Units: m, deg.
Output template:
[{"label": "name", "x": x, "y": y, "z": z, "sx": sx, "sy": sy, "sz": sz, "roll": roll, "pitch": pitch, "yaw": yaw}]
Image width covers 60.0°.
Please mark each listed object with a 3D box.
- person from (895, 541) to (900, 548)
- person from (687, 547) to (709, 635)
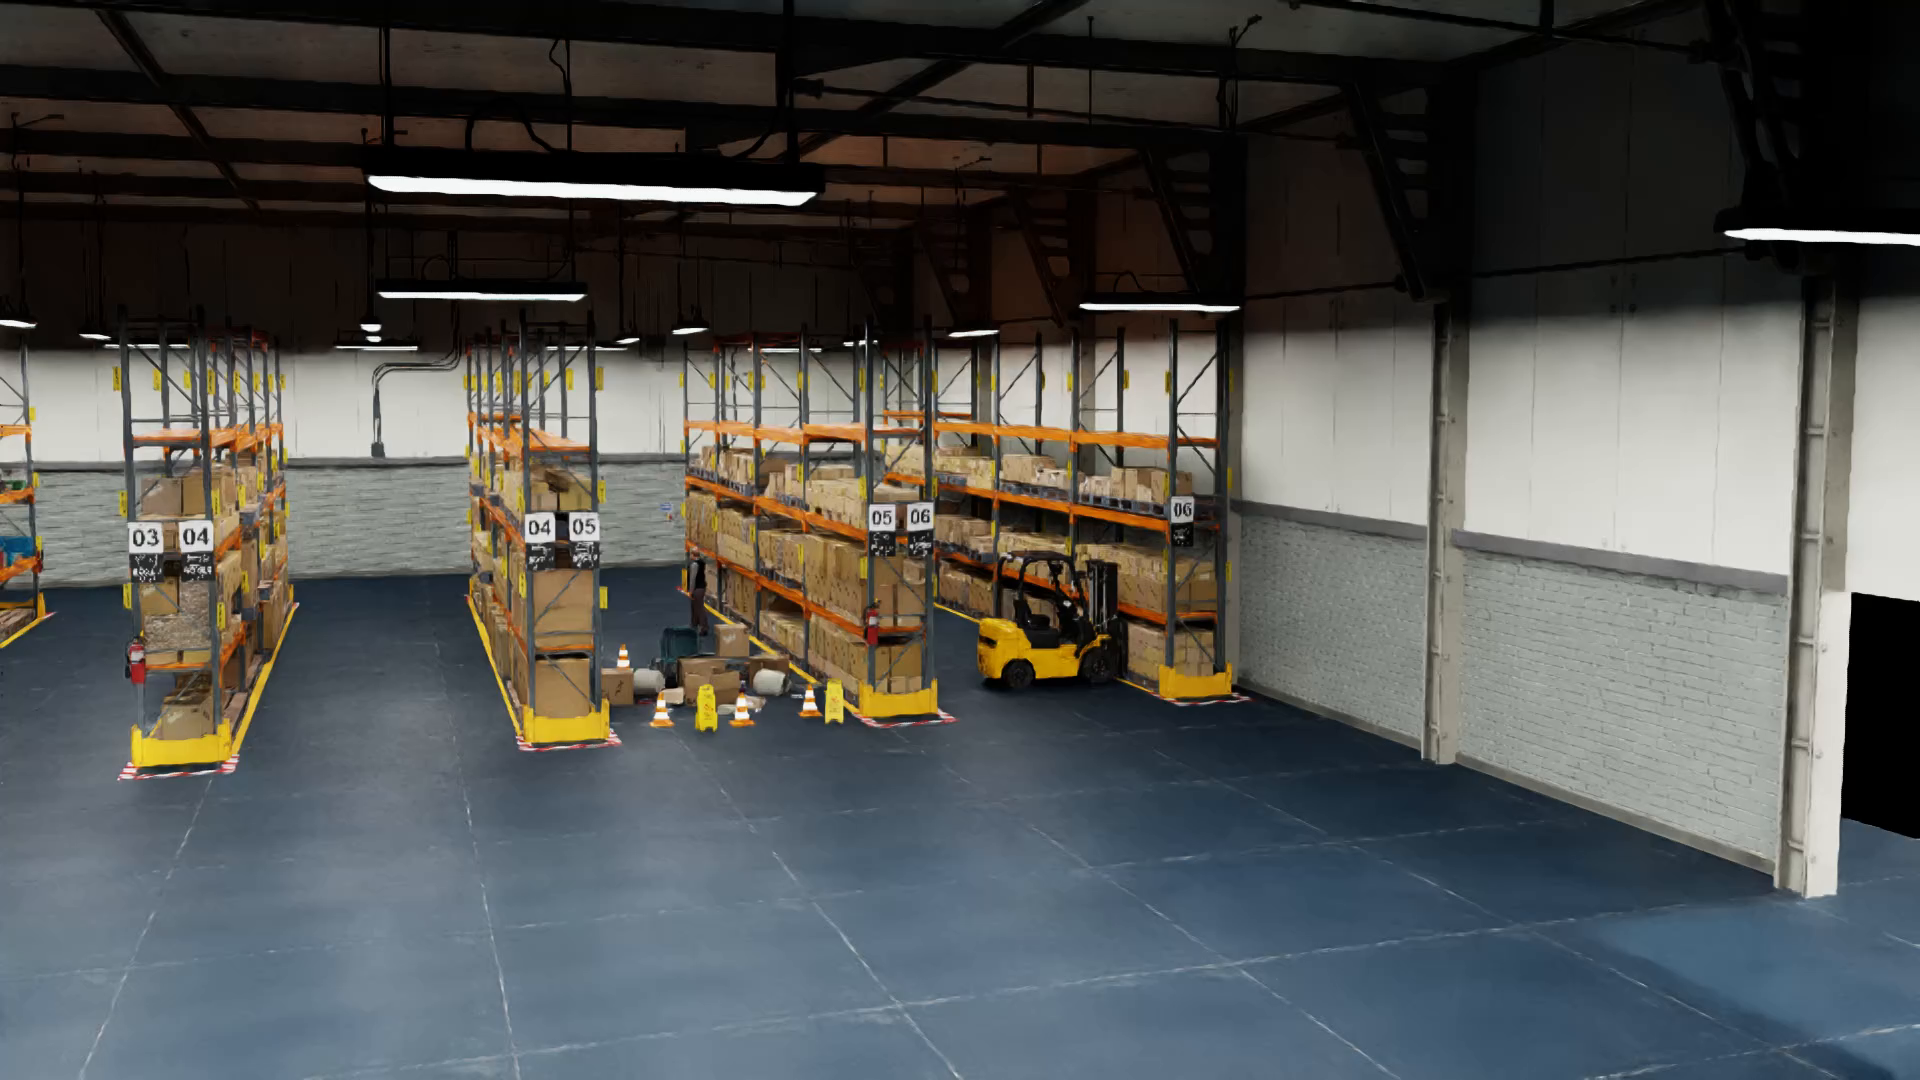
[{"label": "person", "x": -1.818, "y": 0.093, "z": 43.133, "sx": 0.569, "sy": 1.713, "sz": 0.509, "roll": 4, "pitch": 6, "yaw": 33}, {"label": "person", "x": -5.273, "y": 0.999, "z": 33.089, "sx": 0.586, "sy": 1.707, "sz": 0.638, "roll": 0, "pitch": 5, "yaw": 3}]
